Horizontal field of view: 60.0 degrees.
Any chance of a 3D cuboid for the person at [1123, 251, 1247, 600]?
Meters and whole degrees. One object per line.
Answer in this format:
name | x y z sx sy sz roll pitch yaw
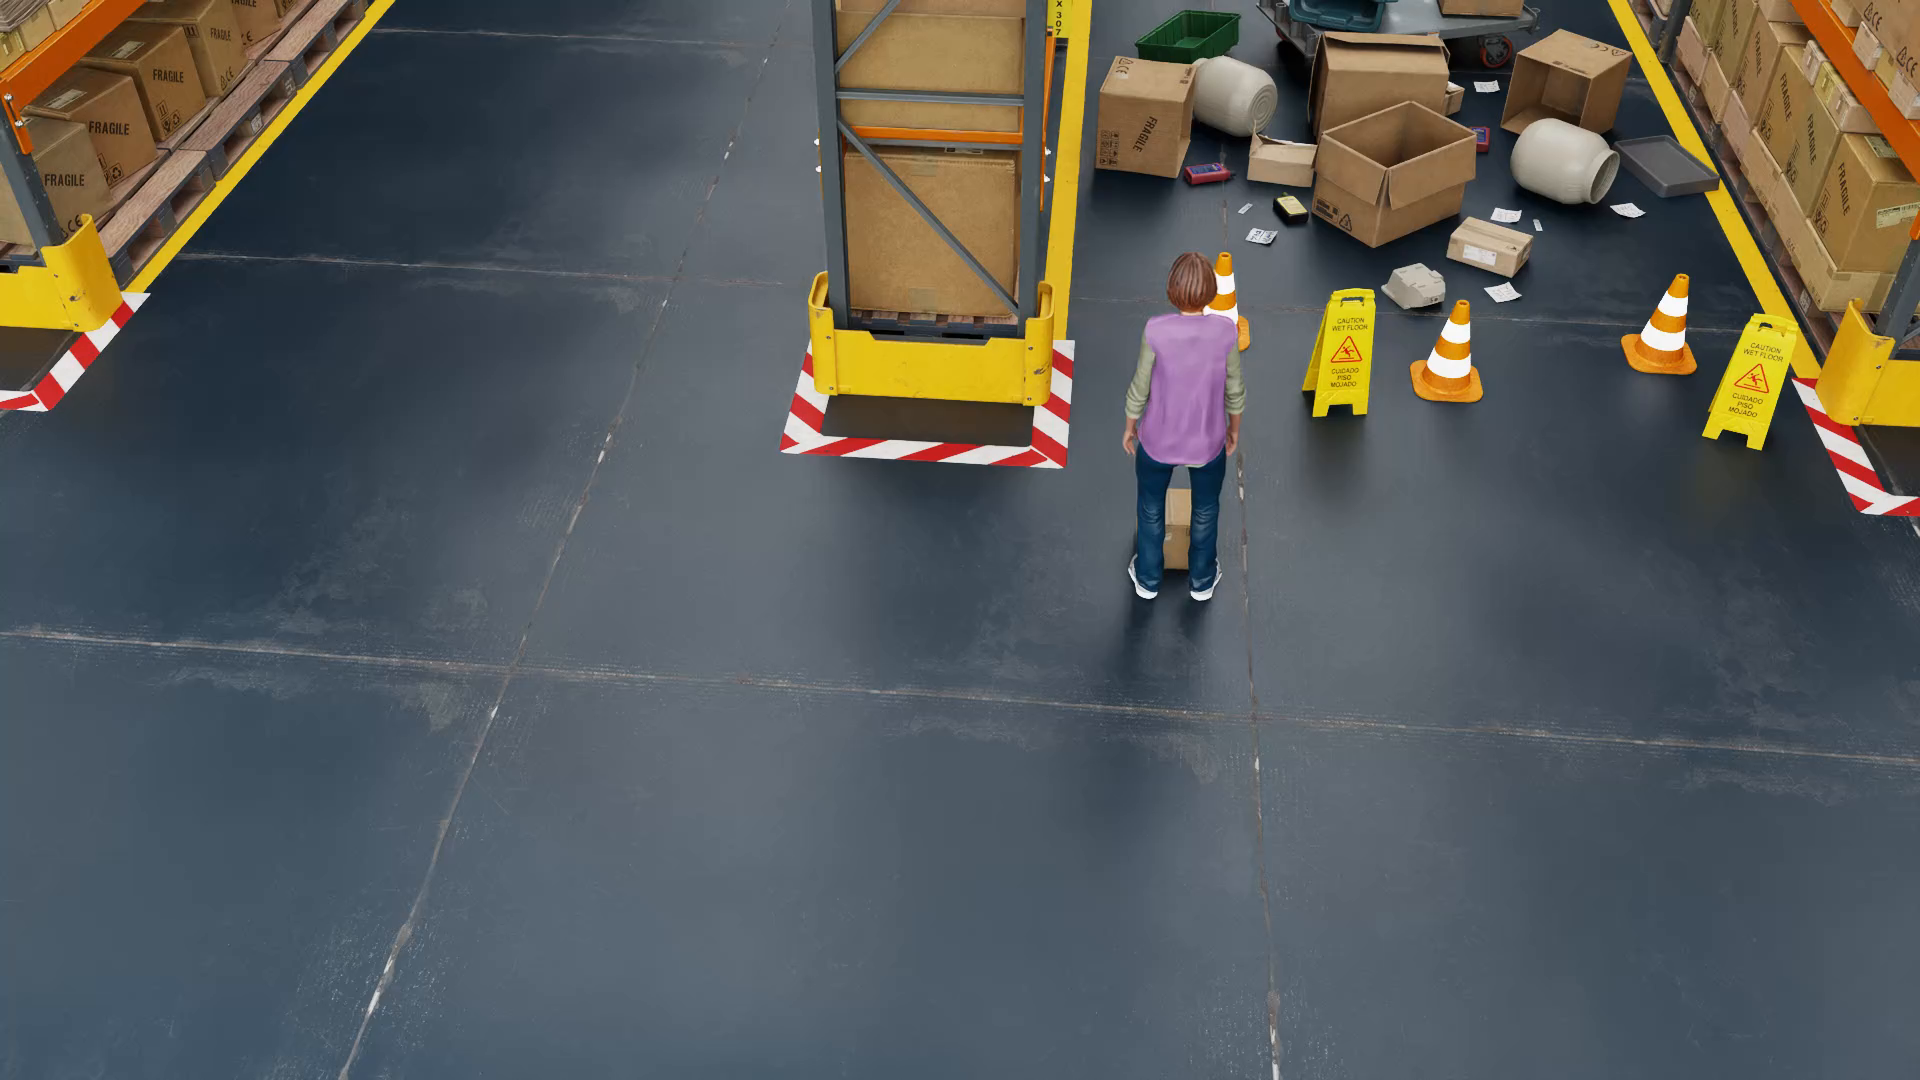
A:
person | 0.888 -0.408 6.642 0.476 1.592 0.347 2 41 3
